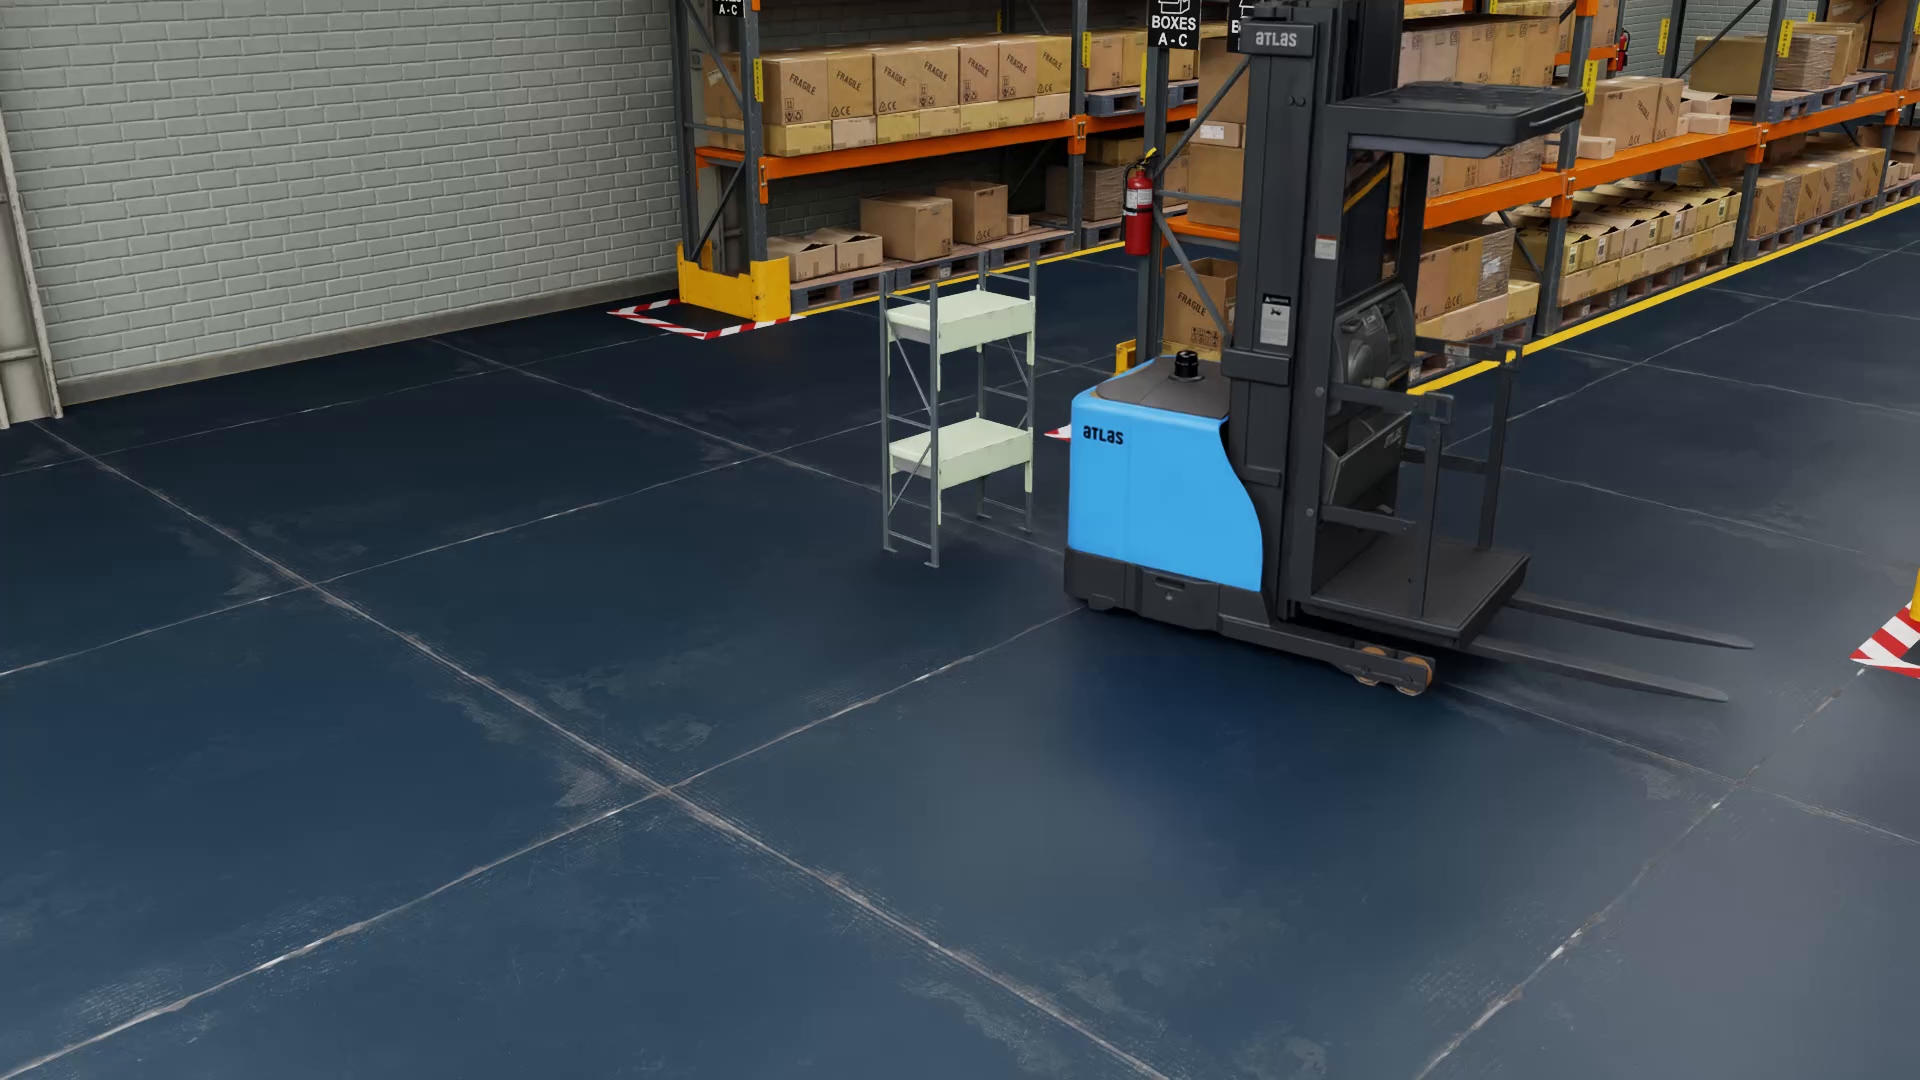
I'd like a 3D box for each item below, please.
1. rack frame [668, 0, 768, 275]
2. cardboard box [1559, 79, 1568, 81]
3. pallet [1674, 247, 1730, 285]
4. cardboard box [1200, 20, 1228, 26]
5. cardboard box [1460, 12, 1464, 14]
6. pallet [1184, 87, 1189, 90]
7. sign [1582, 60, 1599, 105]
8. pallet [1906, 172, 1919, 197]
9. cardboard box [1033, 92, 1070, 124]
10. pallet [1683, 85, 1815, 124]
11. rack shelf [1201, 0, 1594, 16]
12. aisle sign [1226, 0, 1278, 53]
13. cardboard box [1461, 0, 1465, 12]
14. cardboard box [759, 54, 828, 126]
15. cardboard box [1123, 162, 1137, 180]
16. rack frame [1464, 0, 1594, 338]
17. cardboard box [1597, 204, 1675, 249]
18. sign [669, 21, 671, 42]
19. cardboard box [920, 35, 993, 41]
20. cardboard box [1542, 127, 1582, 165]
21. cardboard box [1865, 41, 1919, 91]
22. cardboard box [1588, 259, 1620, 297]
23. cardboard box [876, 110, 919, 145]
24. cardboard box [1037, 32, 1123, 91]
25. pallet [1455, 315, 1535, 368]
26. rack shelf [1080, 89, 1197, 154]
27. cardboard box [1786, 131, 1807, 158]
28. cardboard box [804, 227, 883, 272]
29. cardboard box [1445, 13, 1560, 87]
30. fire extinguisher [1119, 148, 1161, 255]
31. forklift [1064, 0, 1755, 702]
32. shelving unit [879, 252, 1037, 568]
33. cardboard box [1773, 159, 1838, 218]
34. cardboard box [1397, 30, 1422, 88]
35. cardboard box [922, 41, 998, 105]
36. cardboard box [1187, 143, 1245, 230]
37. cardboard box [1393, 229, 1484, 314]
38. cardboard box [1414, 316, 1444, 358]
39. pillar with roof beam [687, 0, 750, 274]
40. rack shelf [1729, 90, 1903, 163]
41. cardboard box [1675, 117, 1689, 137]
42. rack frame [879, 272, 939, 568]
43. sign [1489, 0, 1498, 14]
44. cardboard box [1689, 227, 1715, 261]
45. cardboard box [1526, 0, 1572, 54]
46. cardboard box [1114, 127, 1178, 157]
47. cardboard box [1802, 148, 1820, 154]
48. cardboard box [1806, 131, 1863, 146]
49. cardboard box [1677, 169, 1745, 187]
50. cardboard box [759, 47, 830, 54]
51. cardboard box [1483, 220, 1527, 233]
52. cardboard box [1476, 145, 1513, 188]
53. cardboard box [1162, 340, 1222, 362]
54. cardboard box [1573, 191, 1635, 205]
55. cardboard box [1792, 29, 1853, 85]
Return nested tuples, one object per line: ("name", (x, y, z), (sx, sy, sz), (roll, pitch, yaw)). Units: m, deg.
("rack frame", (-1.985, -3.365, 13.649), (1.000, 3.000, 0.127), (19, 28, 41))
("cardboard box", (8.801, -6.526, 23.868), (0.380, 0.149, 0.250), (19, 28, 40))
("pallet", (6.546, -2.679, 15.751), (1.003, 0.211, 1.213), (19, 28, 41))
("cardboard box", (2.905, -5.400, 18.190), (0.700, 0.500, 0.500), (16, 26, 36))
("cardboard box", (6.245, -6.463, 21.126), (0.500, 0.500, 0.500), (19, 28, 40))
("pallet", (3.175, -5.122, 18.487), (1.213, 0.211, 1.003), (19, 28, 41))
("sign", (4.756, -3.457, 12.571), (0.100, 0.325, 0.005), (19, 28, 41))
("pallet", (11.269, -4.400, 20.230), (1.003, 0.211, 1.213), (19, 28, 41))
("cardboard box", (0.693, -4.135, 15.833), (0.500, 0.250, 0.500), (19, 28, 41))
("pallet", (7.571, -4.285, 16.309), (1.213, 0.211, 1.003), (19, 28, 41))
("rack shelf", (2.962, -3.705, 11.354), (1.077, 0.370, 4.000), (19, 28, 41))
("aisle sign", (1.741, -3.246, 9.716), (0.394, 0.787, 0.004), (19, 28, 41))
("cardboard box", (6.244, -6.810, 20.986), (0.500, 0.250, 0.500), (-19, 28, -41))
("cardboard box", (-1.436, -3.702, 13.661), (0.500, 0.500, 0.500), (19, 28, 41))
("cardboard box", (1.632, -3.771, 17.575), (0.700, 0.500, 0.500), (19, 28, 40))
("rack frame", (4.358, -3.154, 13.100), (1.000, 3.000, 0.127), (19, 28, 41))
("cardboard box", (5.896, -2.768, 14.561), (0.500, 0.311, 0.500), (-19, 28, -41))
("sign", (-2.368, -4.197, 13.759), (0.100, 0.325, 0.005), (19, 28, 41))
("cardboard box", (-0.035, -4.482, 15.691), (0.500, 0.500, 0.500), (19, 28, 40))
("cardboard box", (4.670, -3.222, 13.485), (0.500, 0.250, 0.500), (-18, 27, -39))
("cardboard box", (10.489, -5.320, 18.596), (0.500, 0.500, 0.500), (-19, 28, -41))
("cardboard box", (5.174, -2.240, 13.968), (0.500, 0.250, 0.500), (-19, 28, -41))
("cardboard box", (-0.705, -3.617, 14.485), (0.500, 0.250, 0.500), (19, 28, 40))
("cardboard box", (1.185, -4.768, 16.545), (0.700, 0.500, 0.500), (19, 28, 41))
("pallet", (3.773, -1.659, 13.096), (1.003, 0.211, 1.213), (19, 28, 41))
("rack shelf", (2.201, -4.572, 17.790), (1.077, 0.370, 4.000), (19, 28, 41))
("cardboard box", (8.729, -4.279, 17.852), (0.500, 0.250, 0.500), (19, 28, 41))
("cardboard box", (-1.040, -2.617, 14.837), (0.500, 0.311, 0.500), (-17, 27, -38))
("cardboard box", (4.053, -3.691, 12.549), (0.700, 0.500, 0.500), (19, 28, 41))
("fire extinguisher", (1.152, -2.176, 10.663), (0.296, 0.674, 0.183), (19, 28, 41))
("forklift", (2.026, -0.903, 7.338), (3.031, 2.935, 1.130), (13, 25, 31))
("shelving unit", (-0.005, -0.698, 8.801), (0.431, 1.500, 0.755), (19, 28, 41))
("cardboard box", (8.745, -3.666, 17.302), (0.500, 0.500, 0.500), (18, 27, 39))
("cardboard box", (2.653, -3.175, 11.207), (0.700, 0.500, 0.500), (19, 28, 41))
("cardboard box", (-0.005, -4.227, 15.028), (0.500, 0.500, 0.500), (18, 28, 39))
("cardboard box", (1.902, -2.290, 10.711), (0.700, 0.500, 0.500), (19, 28, 41))
("cardboard box", (3.488, -1.988, 12.268), (0.500, 0.500, 0.500), (19, 28, 41))
("cardboard box", (3.148, -1.506, 12.059), (0.500, 0.250, 0.500), (19, 28, 41))
("pillar with roof beam", (0.968, -5.484, 10.800), (9.100, 9.000, 0.400), (19, 28, 41))
("rack shelf", (8.543, -4.361, 17.242), (1.077, 0.370, 4.000), (19, 28, 41))
("cardboard box", (6.299, -3.723, 14.931), (0.250, 0.149, 0.380), (-18, 27, -38))
("rack frame", (-0.260, -0.604, 8.556), (0.400, 1.500, 0.023), (19, 28, 41))
("sign", (6.782, -6.820, 21.134), (0.100, 0.325, 0.005), (19, 28, 41))
("cardboard box", (6.599, -2.765, 15.336), (0.500, 0.250, 0.500), (19, 28, 40))
("cardboard box", (7.790, -7.101, 22.950), (0.980, 0.700, 0.700), (18, 27, 38))
("cardboard box", (1.972, -4.224, 17.709), (0.500, 0.250, 0.500), (18, 28, 39))
("cardboard box", (9.062, -4.046, 18.291), (0.500, 0.500, 0.500), (-20, 28, -41))
("cardboard box", (10.133, -4.467, 19.386), (0.500, 0.500, 0.500), (19, 28, 41))
("cardboard box", (7.632, -3.520, 16.923), (0.500, 0.500, 0.500), (-19, 28, -40))
("cardboard box", (-1.450, -3.956, 14.321), (0.500, 0.500, 0.500), (-20, 29, -41))
("cardboard box", (4.435, -2.505, 13.875), (0.500, 0.311, 0.500), (19, 28, 41))
("cardboard box", (3.689, -2.948, 12.425), (0.700, 0.500, 0.500), (19, 28, 40))
("cardboard box", (1.730, -1.251, 11.394), (0.500, 0.250, 0.500), (19, 28, 41))
("cardboard box", (5.854, -3.028, 15.238), (0.500, 0.311, 0.500), (18, 28, 39))
("cardboard box", (8.750, -4.984, 17.136), (0.700, 0.500, 0.500), (12, 24, 27))
